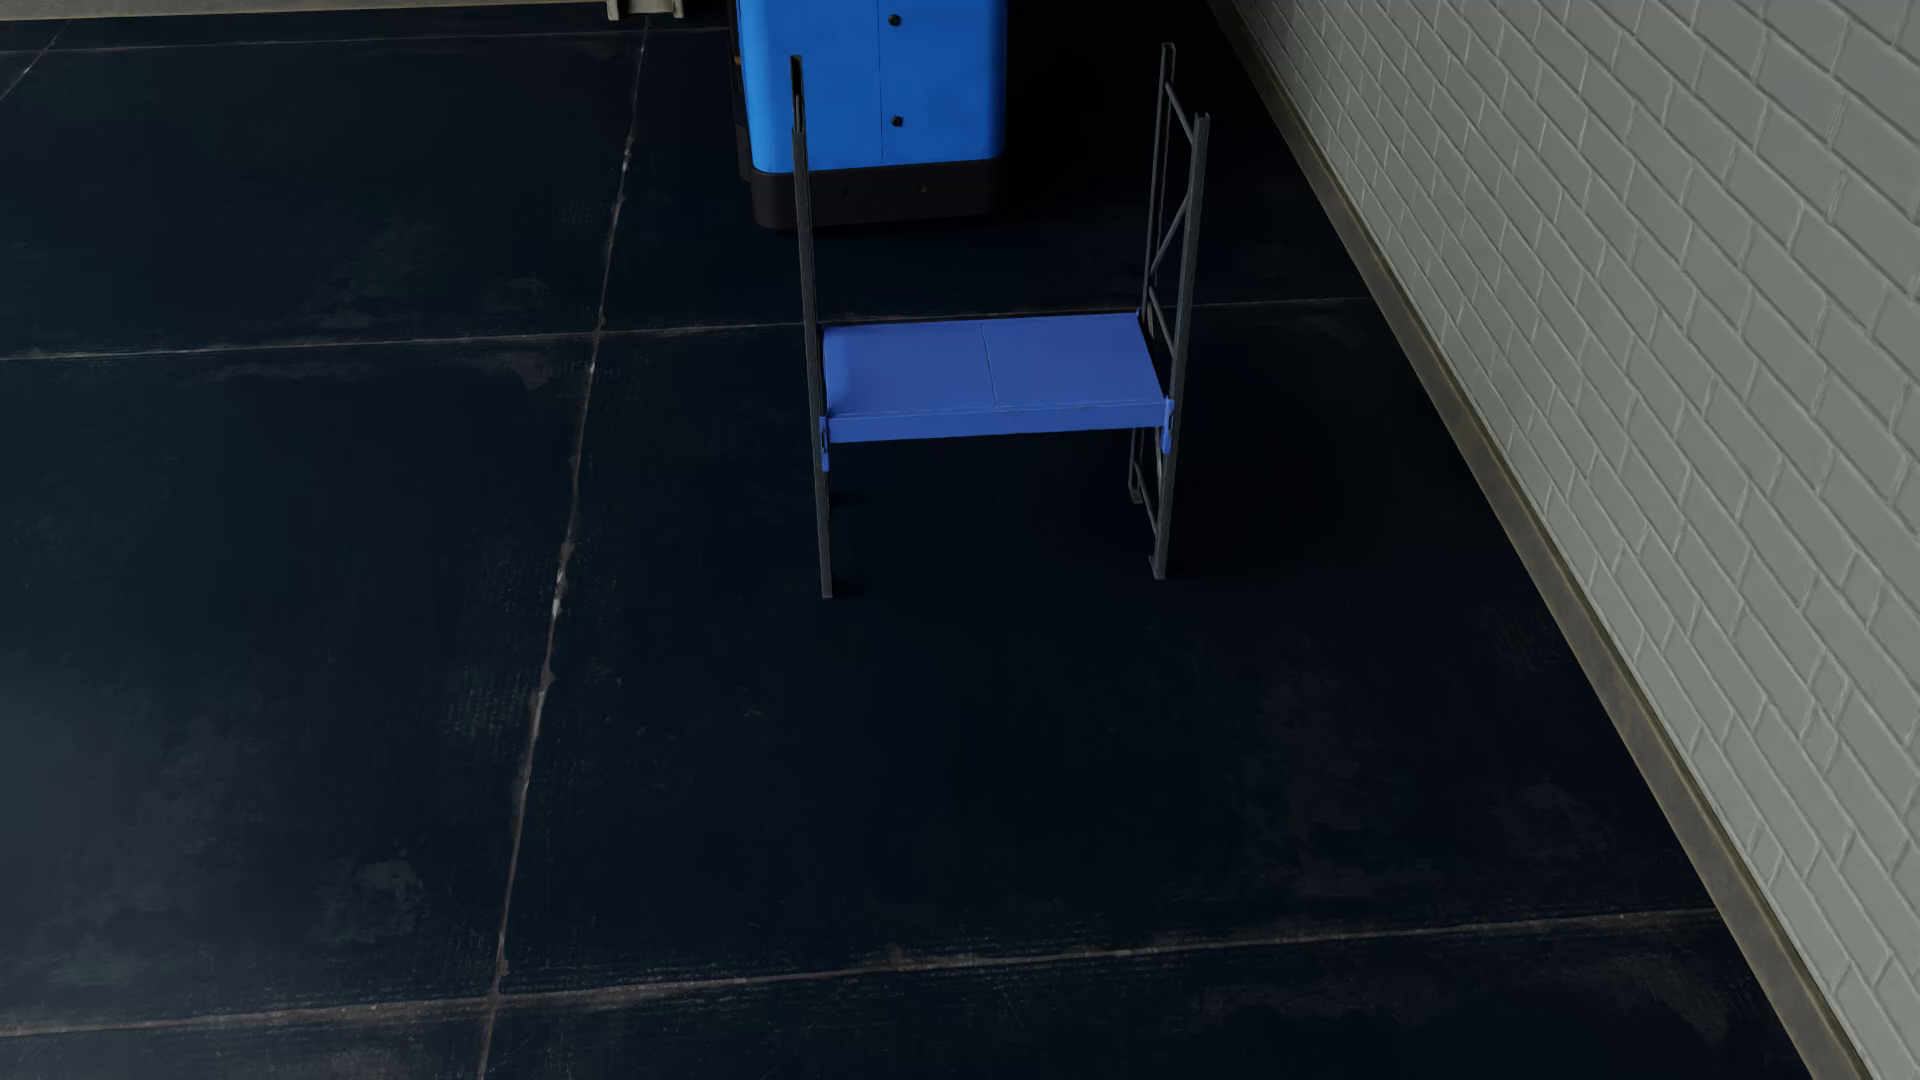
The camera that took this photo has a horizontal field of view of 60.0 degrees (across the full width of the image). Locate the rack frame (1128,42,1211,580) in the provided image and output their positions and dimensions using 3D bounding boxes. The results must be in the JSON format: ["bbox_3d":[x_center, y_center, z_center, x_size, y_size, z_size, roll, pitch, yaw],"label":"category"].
[{"bbox_3d":[0.591,-0.621,4.827,0.032,1.500,0.500,-3,38,-4],"label":"rack frame"}]

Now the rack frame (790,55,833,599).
[{"bbox_3d":[-0.421,-0.566,4.756,0.032,1.500,0.500,-3,38,-4],"label":"rack frame"}]

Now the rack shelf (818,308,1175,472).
[{"bbox_3d":[0.085,-0.452,4.903,1.000,0.185,0.538,-3,38,-4],"label":"rack shelf"}]

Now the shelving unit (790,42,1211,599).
[{"bbox_3d":[0.085,-0.593,4.791,1.048,1.500,0.538,-3,38,-4],"label":"shelving unit"}]

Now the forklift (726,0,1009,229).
[{"bbox_3d":[-0.533,-3.317,7.088,1.130,2.935,3.031,-5,39,-7],"label":"forklift"}]
